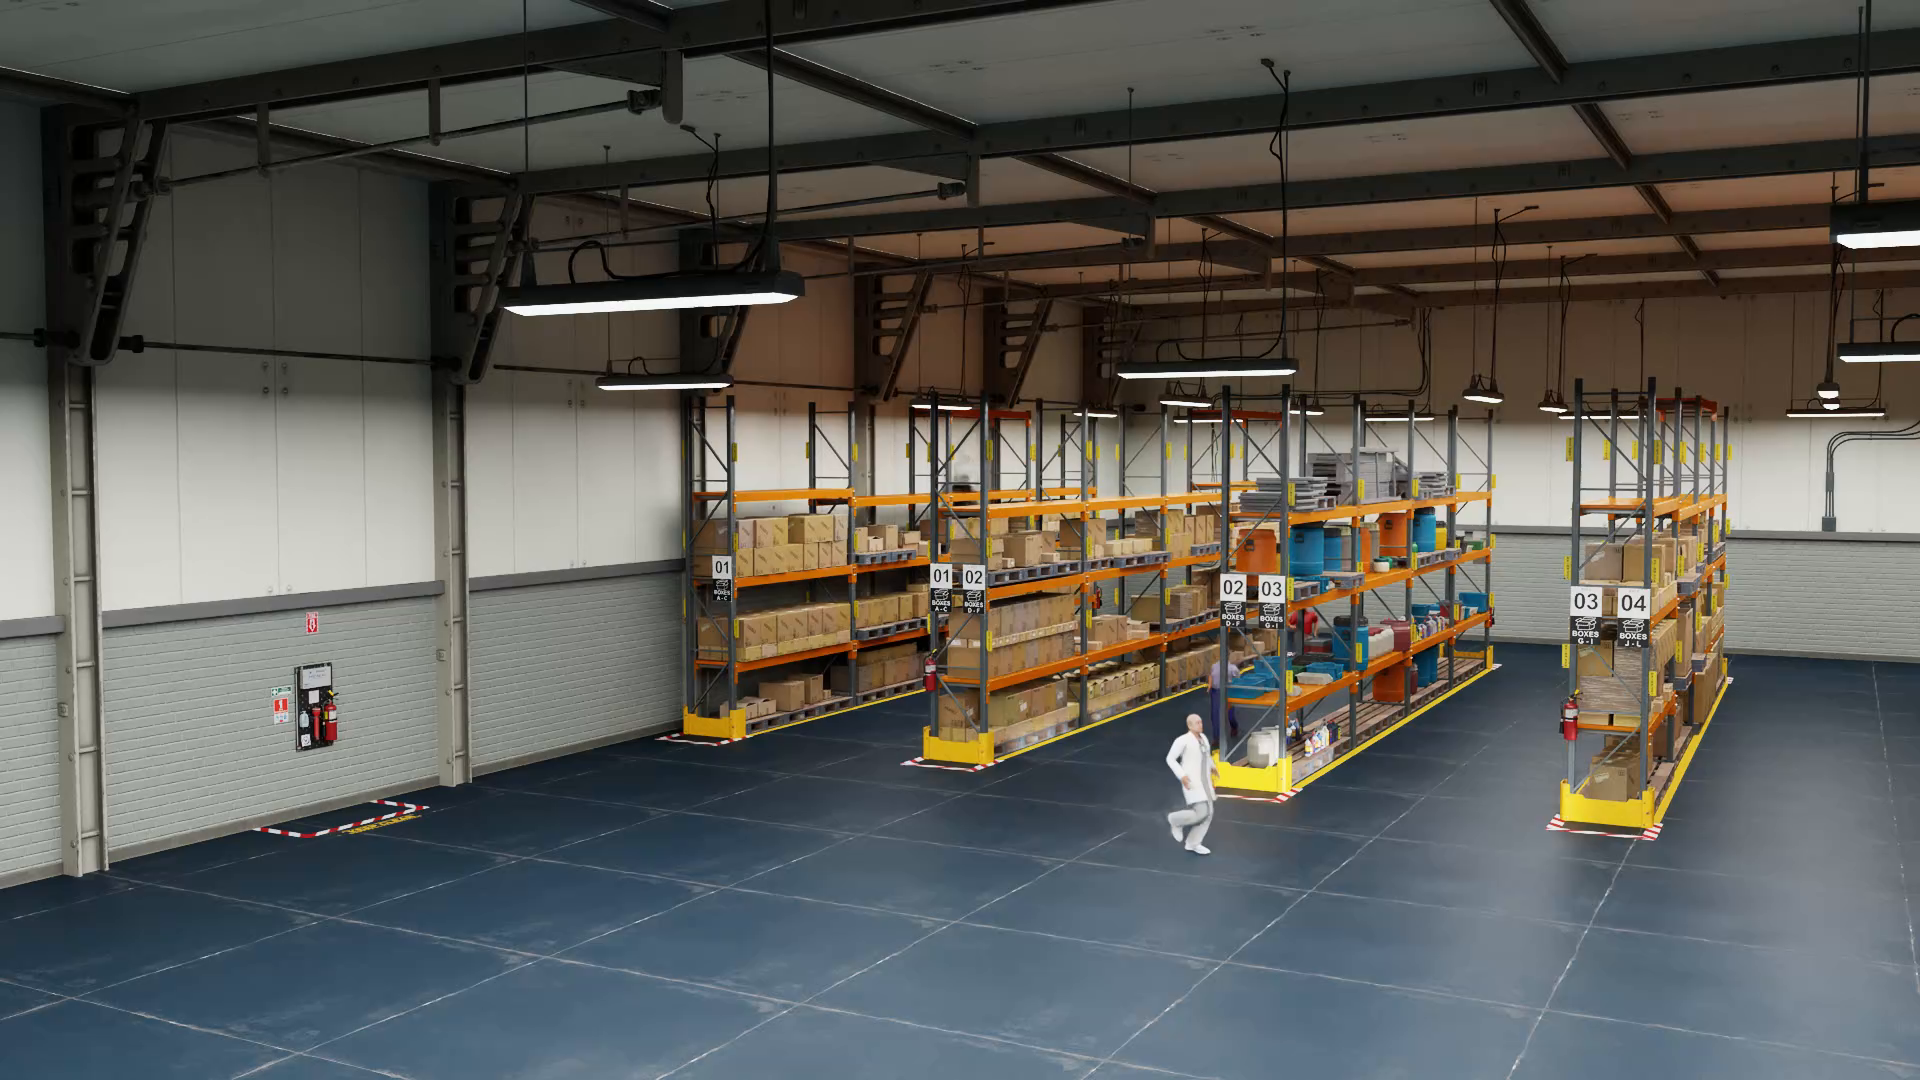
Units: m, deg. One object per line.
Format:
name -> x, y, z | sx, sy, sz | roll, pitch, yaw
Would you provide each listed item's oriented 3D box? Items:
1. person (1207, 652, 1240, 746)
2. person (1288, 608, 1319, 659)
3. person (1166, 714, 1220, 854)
person -> 4.520, 2.690, 28.568 | 0.619, 1.606, 0.843 | 1, 3, 25
person -> 7.559, 2.197, 36.672 | 0.664, 1.707, 0.944 | 1, 3, 15
person -> 2.934, 3.147, 20.832 | 0.710, 1.527, 0.638 | -3, 4, -40
